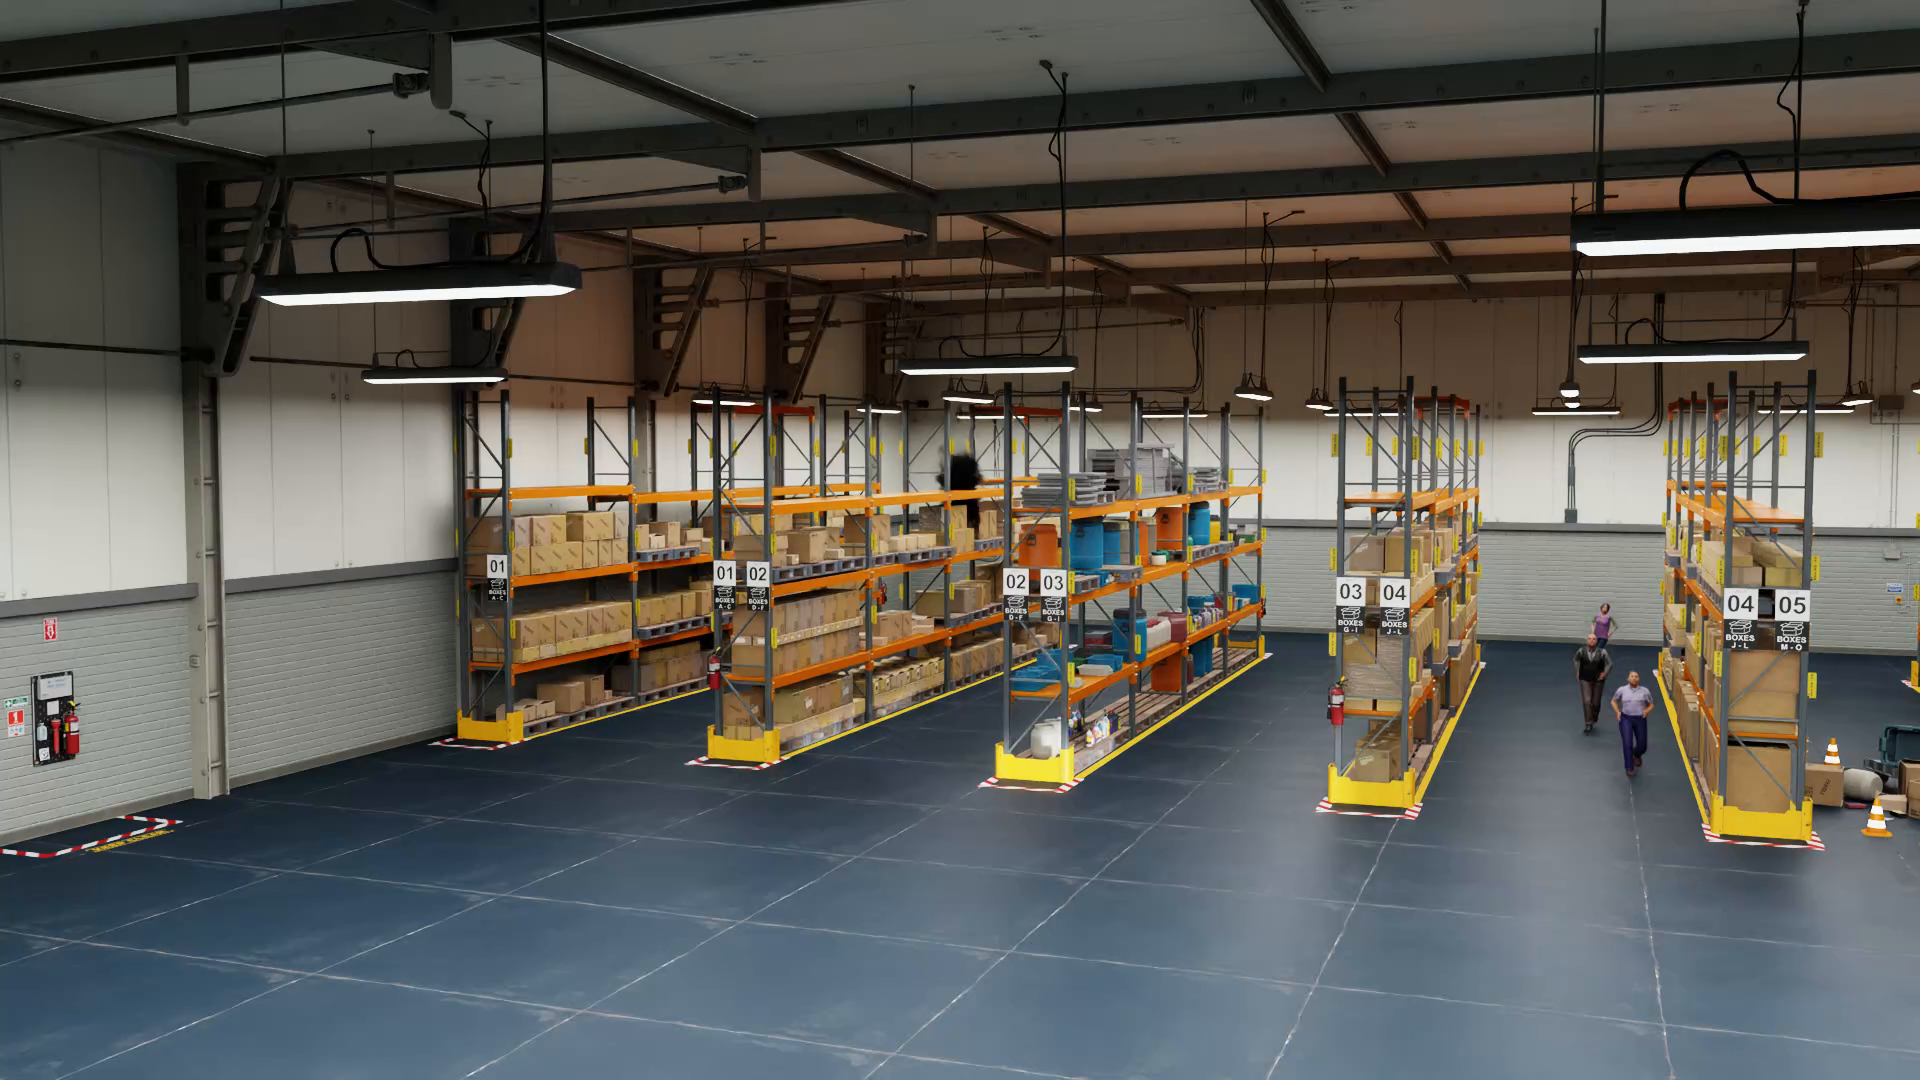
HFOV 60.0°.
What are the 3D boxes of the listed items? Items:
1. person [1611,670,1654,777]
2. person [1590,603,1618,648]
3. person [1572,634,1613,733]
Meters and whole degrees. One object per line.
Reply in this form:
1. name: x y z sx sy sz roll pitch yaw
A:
1. person: 10.315 2.801 25.519 0.613 1.589 0.669 1 3 16
2. person: 14.305 2.177 37.035 0.708 1.567 0.607 -3 4 -45
3. person: 11.273 2.527 29.664 0.673 1.720 0.849 1 3 21
